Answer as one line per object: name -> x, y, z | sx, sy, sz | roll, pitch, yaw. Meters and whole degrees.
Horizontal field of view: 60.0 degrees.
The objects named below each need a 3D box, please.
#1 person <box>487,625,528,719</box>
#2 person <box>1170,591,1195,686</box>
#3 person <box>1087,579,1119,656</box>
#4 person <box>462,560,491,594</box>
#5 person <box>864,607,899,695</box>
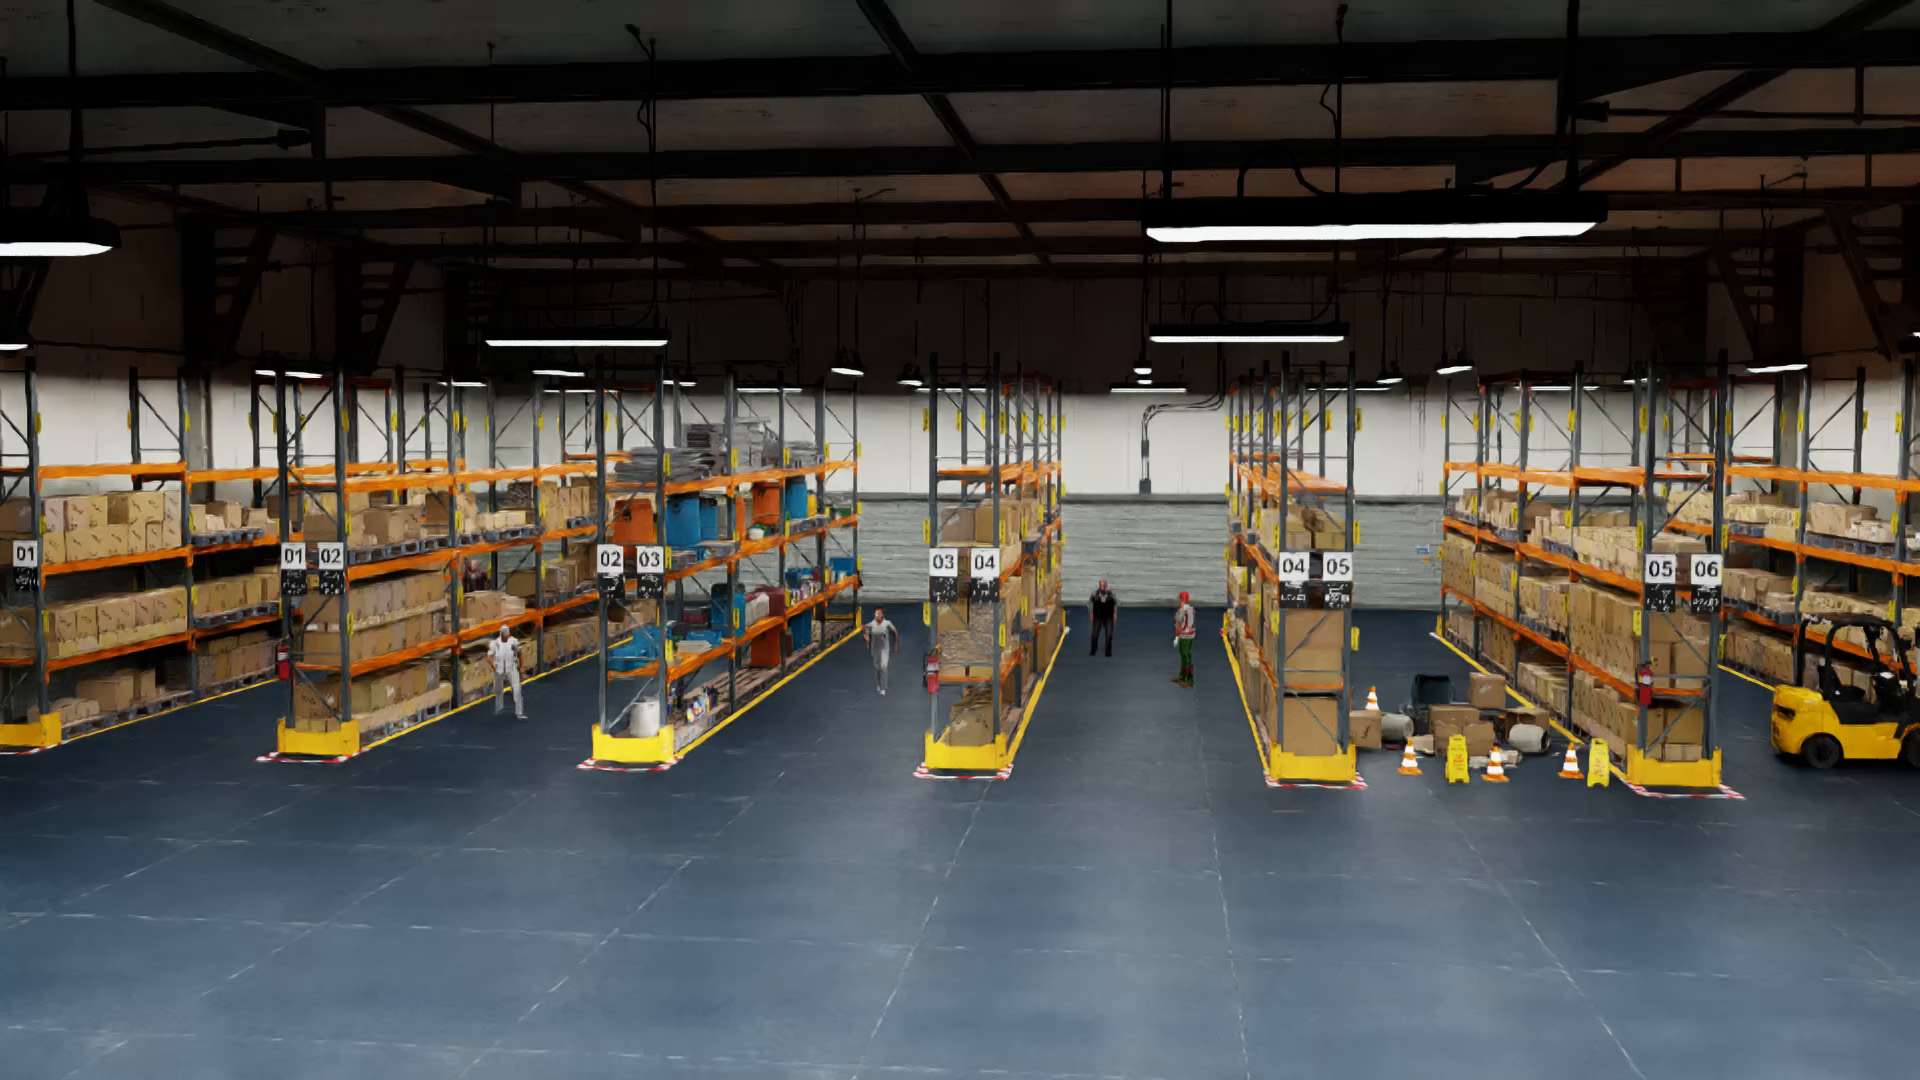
person -> -7.658, 2.207, 28.148 | 0.660, 1.596, 0.811 | -1, 4, -12
person -> 4.249, 1.855, 31.683 | 0.588, 1.784, 0.663 | 2, 5, 30
person -> 3.053, 1.660, 35.554 | 0.677, 1.673, 0.530 | 0, 4, 3
person -> -11.576, 1.352, 39.827 | 0.727, 1.680, 0.546 | 0, 4, 5
person -> -1.472, 2.022, 30.791 | 0.589, 1.600, 0.819 | 1, 4, 12
